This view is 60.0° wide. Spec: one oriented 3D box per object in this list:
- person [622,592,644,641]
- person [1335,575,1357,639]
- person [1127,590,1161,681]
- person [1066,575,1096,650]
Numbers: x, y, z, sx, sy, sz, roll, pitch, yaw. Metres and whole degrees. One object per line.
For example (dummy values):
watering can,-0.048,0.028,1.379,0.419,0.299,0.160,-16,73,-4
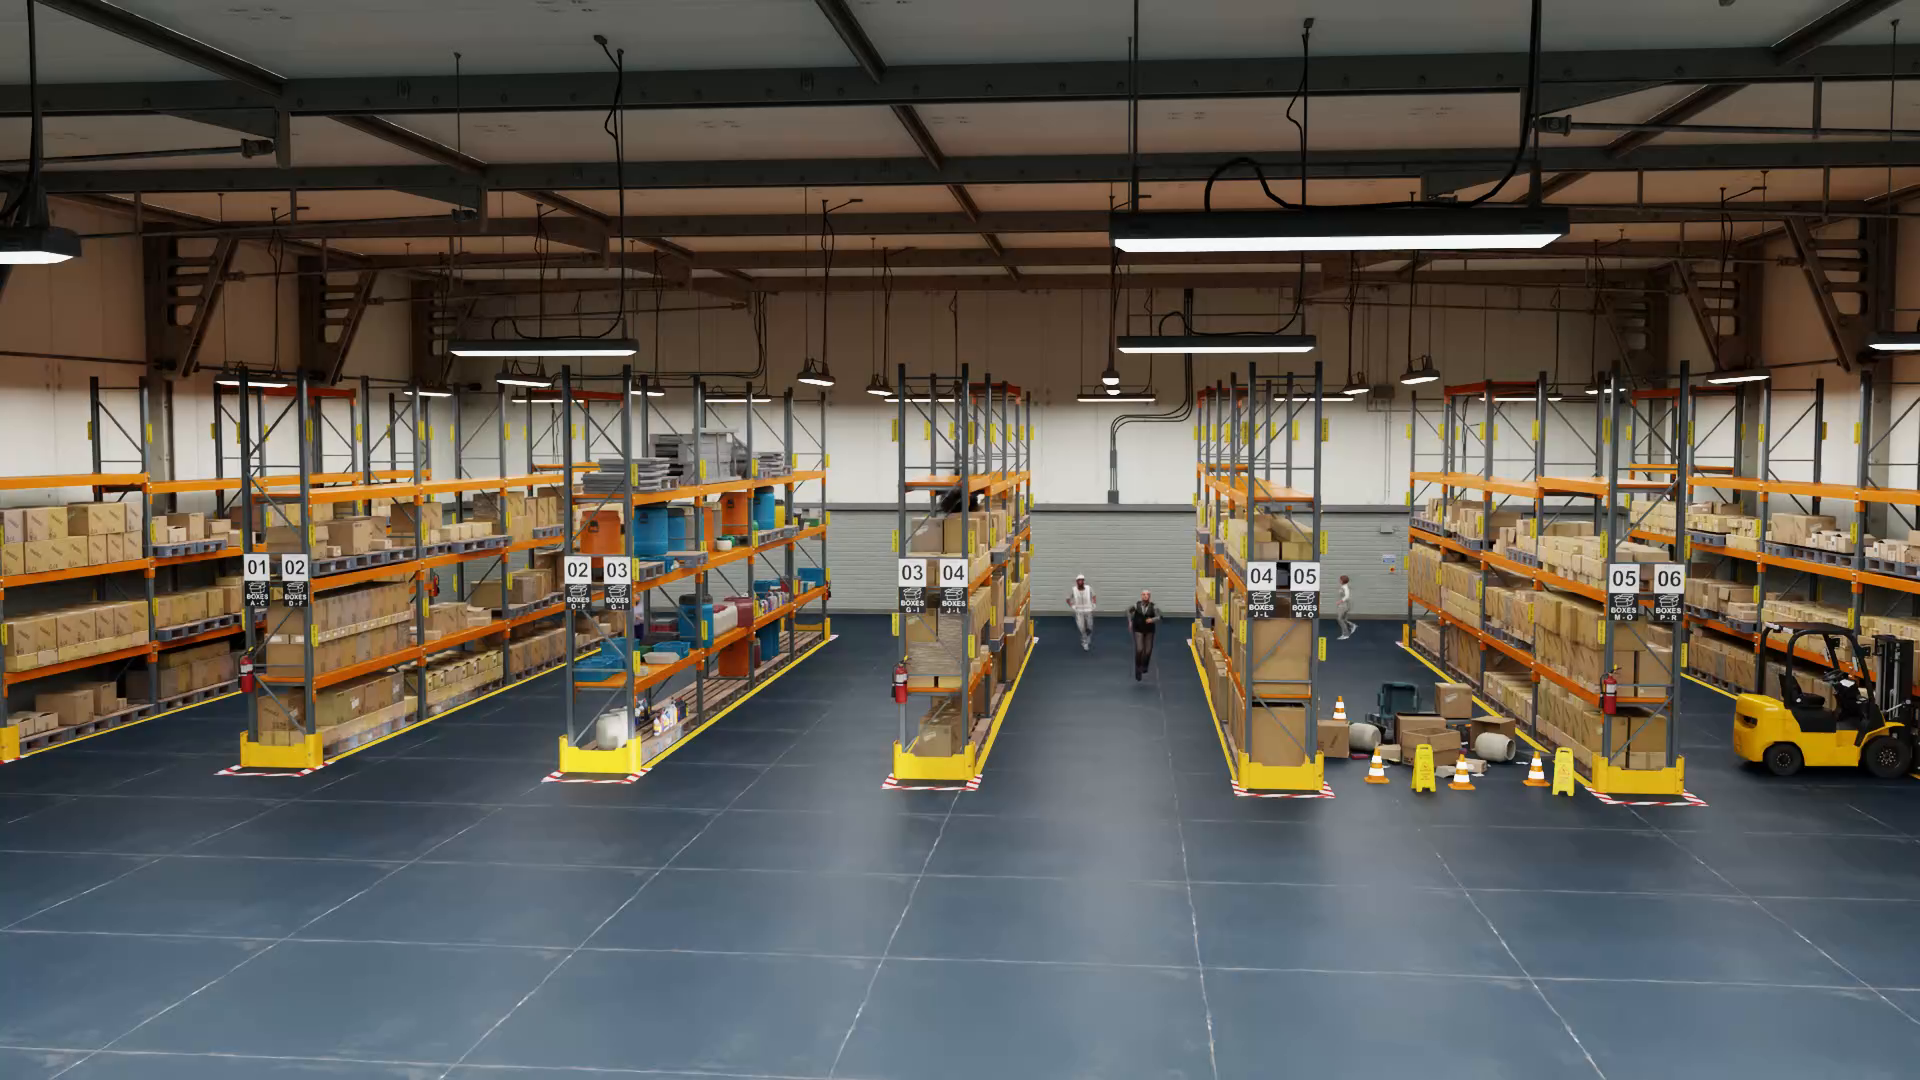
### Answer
person,-6.820,1.942,35.020,0.576,1.713,0.734,-1,4,-11
person,9.397,1.633,40.472,0.538,1.572,0.555,0,4,8
person,3.616,1.867,32.655,0.640,1.782,0.696,0,4,1
person,2.814,1.667,38.578,0.706,1.738,0.625,0,4,-4
